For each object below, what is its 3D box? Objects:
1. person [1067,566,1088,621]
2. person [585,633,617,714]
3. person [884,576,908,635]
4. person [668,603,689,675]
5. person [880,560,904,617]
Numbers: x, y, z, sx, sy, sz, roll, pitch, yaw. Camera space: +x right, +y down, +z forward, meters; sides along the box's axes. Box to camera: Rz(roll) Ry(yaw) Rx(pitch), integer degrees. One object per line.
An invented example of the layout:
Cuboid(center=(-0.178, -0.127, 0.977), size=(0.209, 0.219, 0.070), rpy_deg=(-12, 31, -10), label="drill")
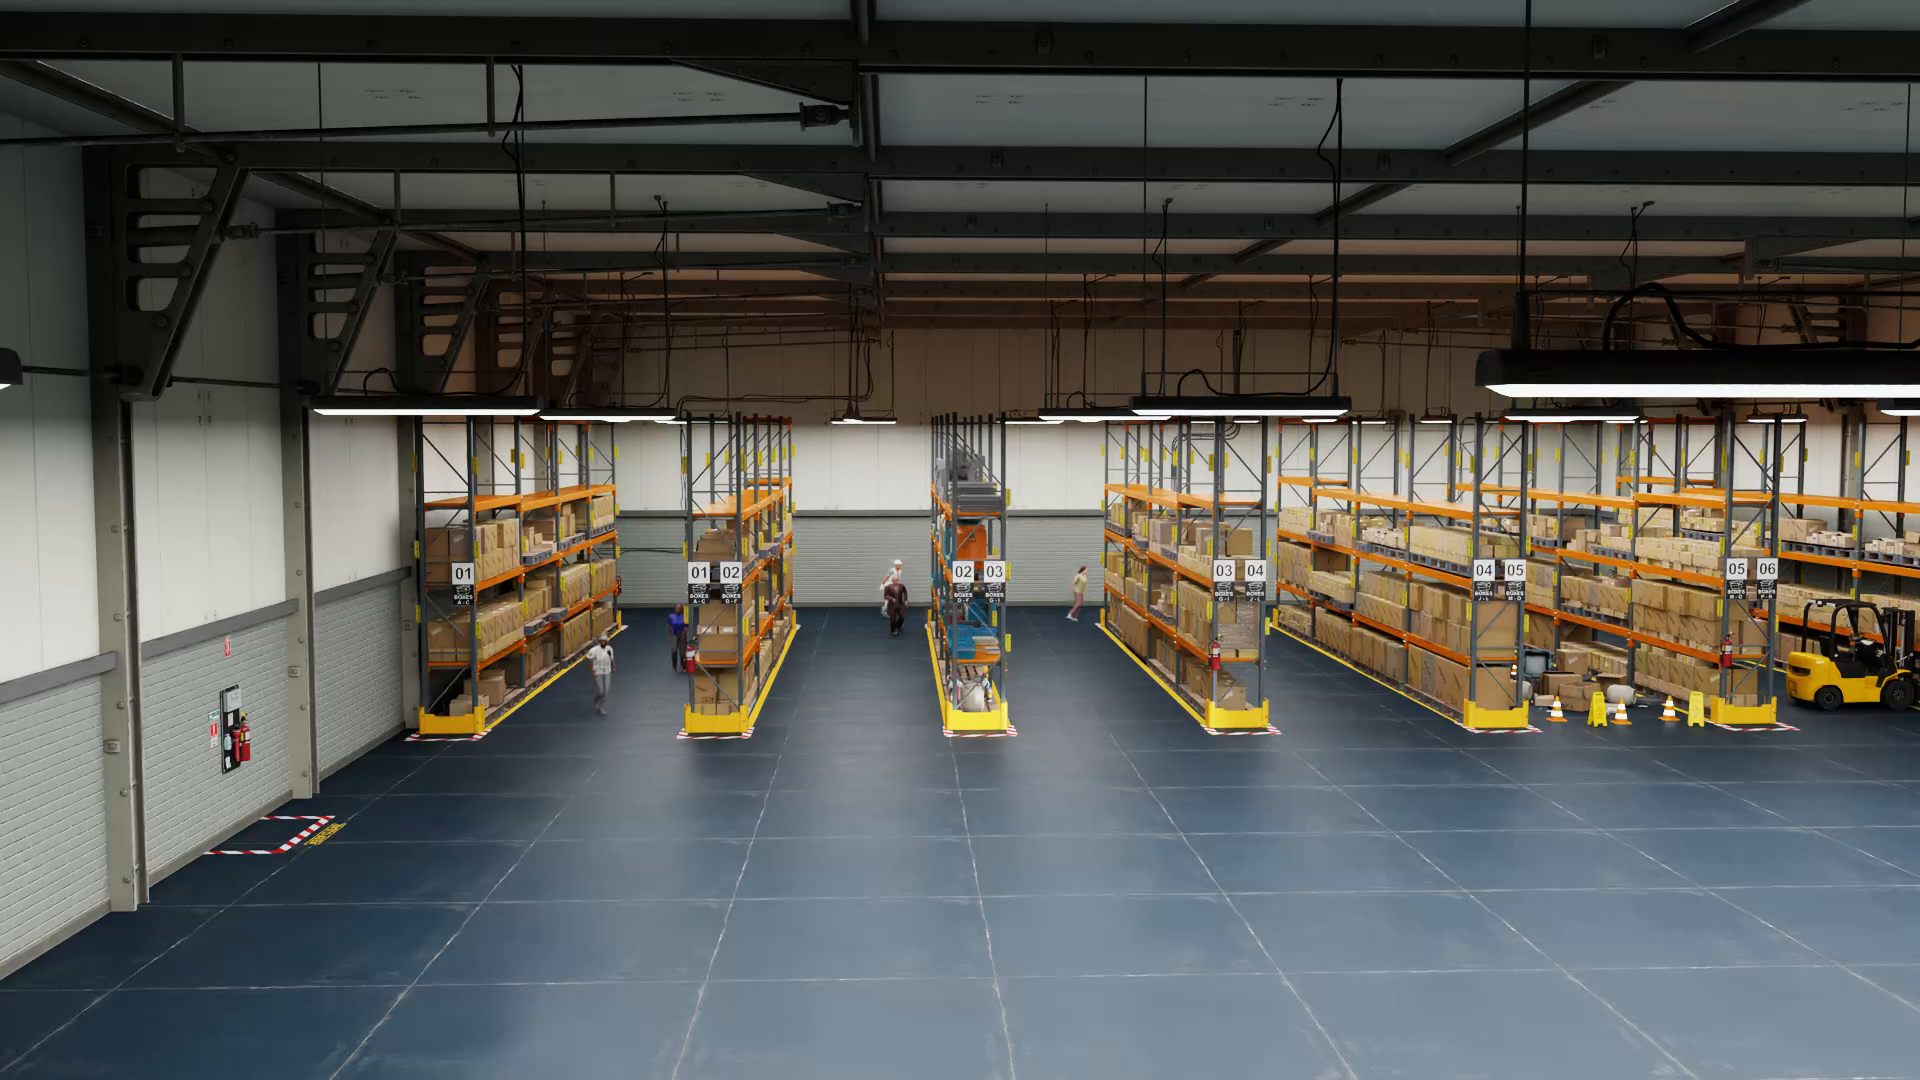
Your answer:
Cuboid(center=(3.474, 1.581, 49.115), size=(0.509, 1.656, 0.618), rpy_deg=(3, 5, 38), label="person")
Cuboid(center=(-7.129, 2.657, 33.086), size=(0.582, 1.638, 0.641), rpy_deg=(-2, 5, -31), label="person")
Cuboid(center=(-1.758, 1.798, 45.482), size=(0.696, 1.666, 0.850), rpy_deg=(-1, 4, -11), label="person")
Cuboid(center=(-6.515, 2.300, 38.538), size=(0.489, 1.666, 0.810), rpy_deg=(-1, 4, -12), label="person")
Cuboid(center=(-2.036, 1.458, 49.946), size=(0.599, 1.734, 0.680), rpy_deg=(3, 5, 35), label="person")
